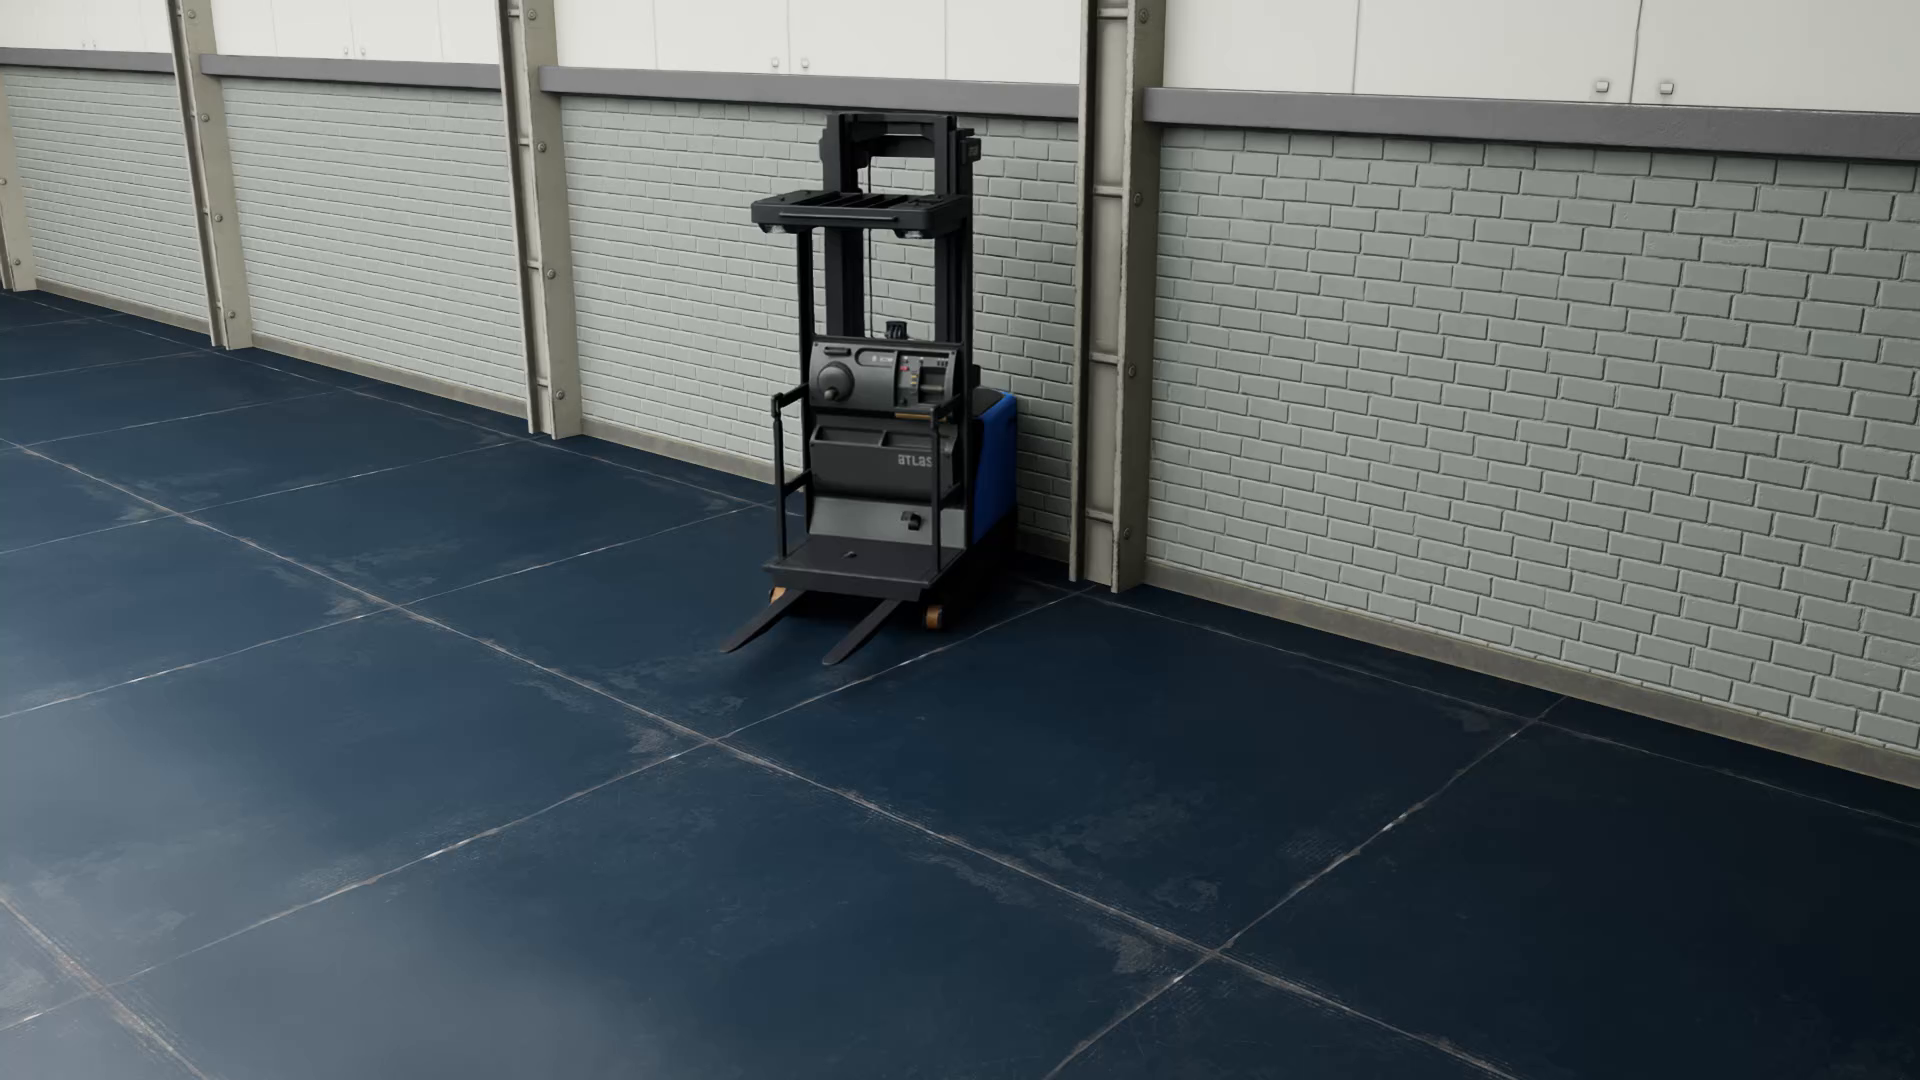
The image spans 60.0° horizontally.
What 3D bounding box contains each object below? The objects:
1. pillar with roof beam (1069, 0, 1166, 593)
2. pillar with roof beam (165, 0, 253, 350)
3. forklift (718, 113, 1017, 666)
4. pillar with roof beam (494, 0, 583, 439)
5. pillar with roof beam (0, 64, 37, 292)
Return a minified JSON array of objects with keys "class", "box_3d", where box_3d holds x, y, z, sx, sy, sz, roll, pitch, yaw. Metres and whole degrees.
[{"class":"pillar with roof beam","box_3d":[-1.905,-3.051,6.349,0.400,9.000,9.100,15,23,39]},{"class":"pillar with roof beam","box_3d":[-10.880,-5.460,13.941,0.400,9.000,9.100,15,23,39]},{"class":"forklift","box_3d":[-0.532,-0.990,9.886,1.130,2.935,3.031,5,18,17]},{"class":"pillar with roof beam","box_3d":[-6.392,-4.256,10.145,0.400,9.000,9.100,15,23,39]},{"class":"pillar with roof beam","box_3d":[-15.368,-6.665,17.737,0.400,9.000,9.100,15,23,39]}]
